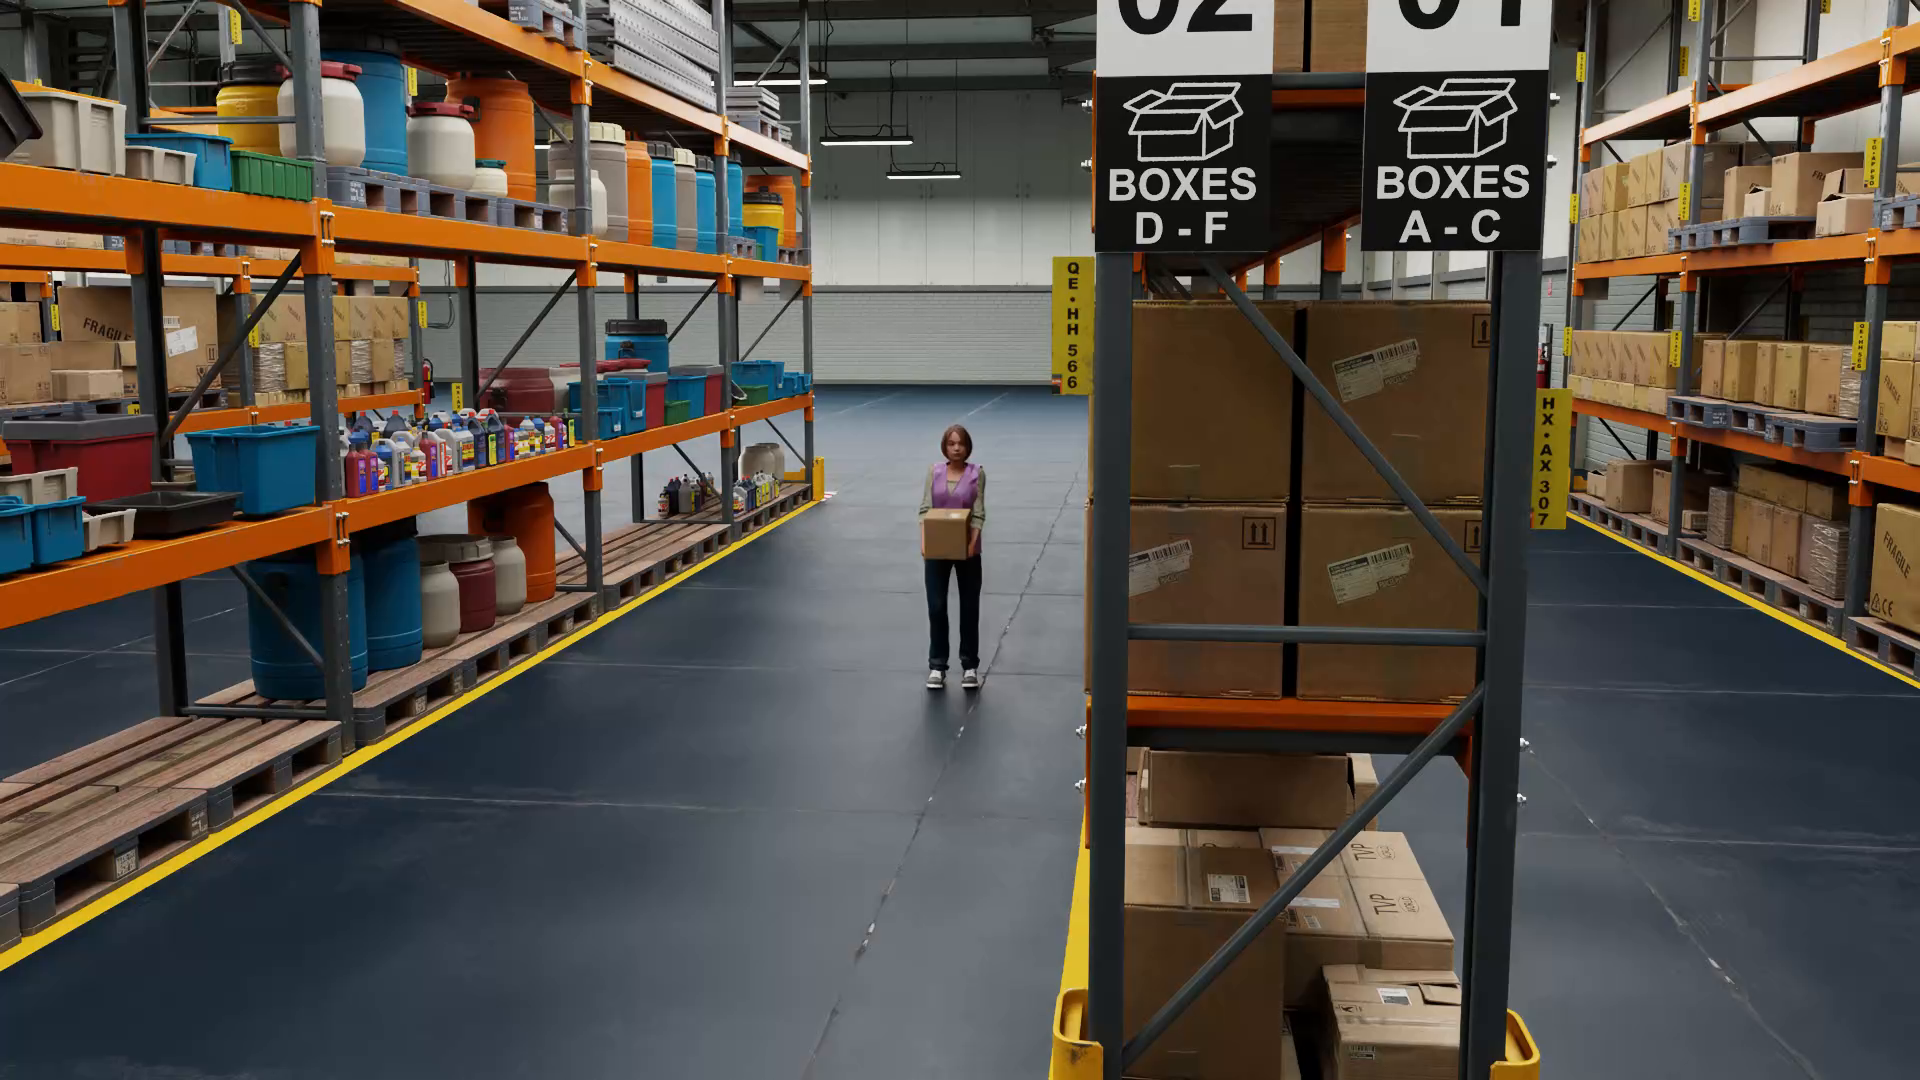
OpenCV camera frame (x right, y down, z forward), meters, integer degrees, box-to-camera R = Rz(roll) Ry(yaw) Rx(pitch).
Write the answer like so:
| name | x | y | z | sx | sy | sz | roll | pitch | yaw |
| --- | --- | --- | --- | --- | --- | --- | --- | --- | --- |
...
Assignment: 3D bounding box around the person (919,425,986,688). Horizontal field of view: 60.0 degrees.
| name | x | y | z | sx | sy | sz | roll | pitch | yaw |
| --- | --- | --- | --- | --- | --- | --- | --- | --- | --- |
| person | -0.048 | 0.110 | 10.063 | 0.405 | 1.595 | 0.489 | 1 | 8 | 7 |
